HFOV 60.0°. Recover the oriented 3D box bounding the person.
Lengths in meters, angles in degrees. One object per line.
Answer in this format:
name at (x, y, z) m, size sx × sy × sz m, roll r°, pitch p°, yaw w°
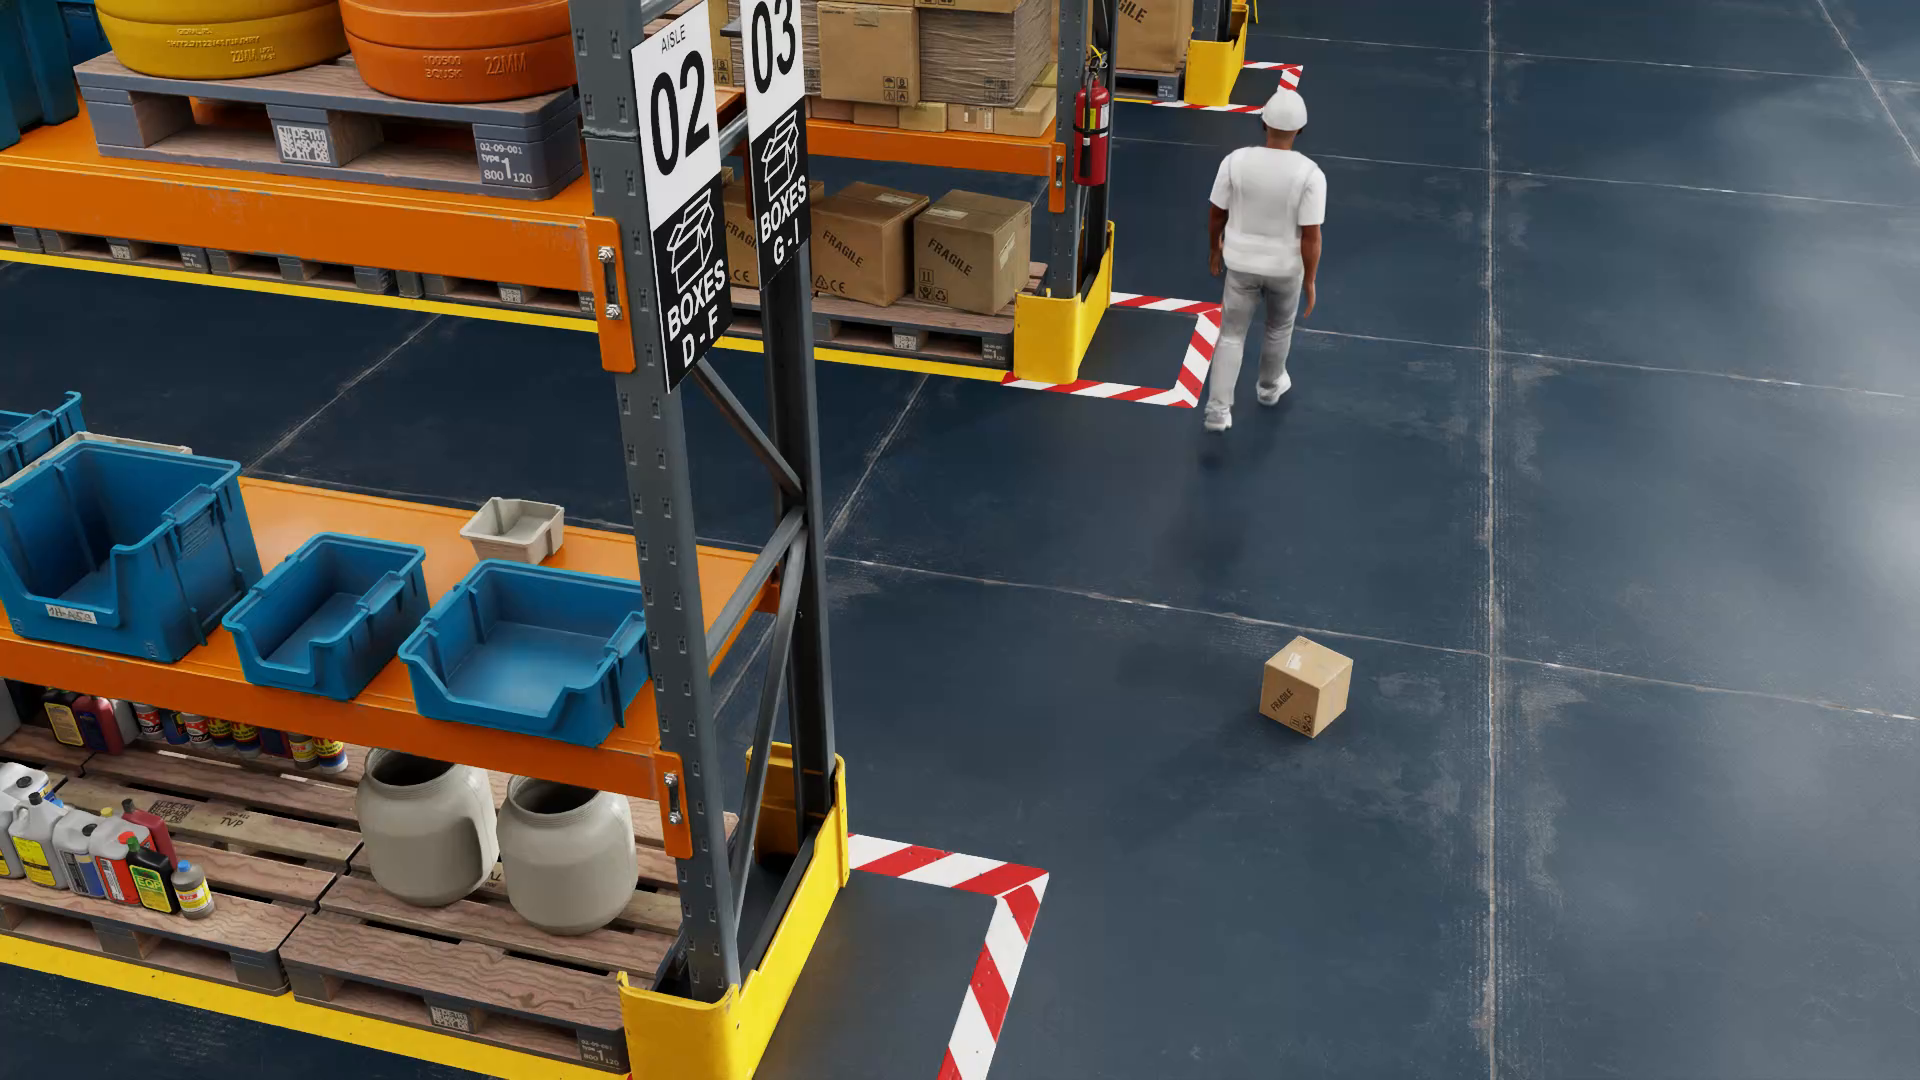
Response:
person at (1.500, -1.372, 8.251) m, size 0.585 × 1.742 × 0.926 m, roll 11°, pitch 34°, yaw 16°
